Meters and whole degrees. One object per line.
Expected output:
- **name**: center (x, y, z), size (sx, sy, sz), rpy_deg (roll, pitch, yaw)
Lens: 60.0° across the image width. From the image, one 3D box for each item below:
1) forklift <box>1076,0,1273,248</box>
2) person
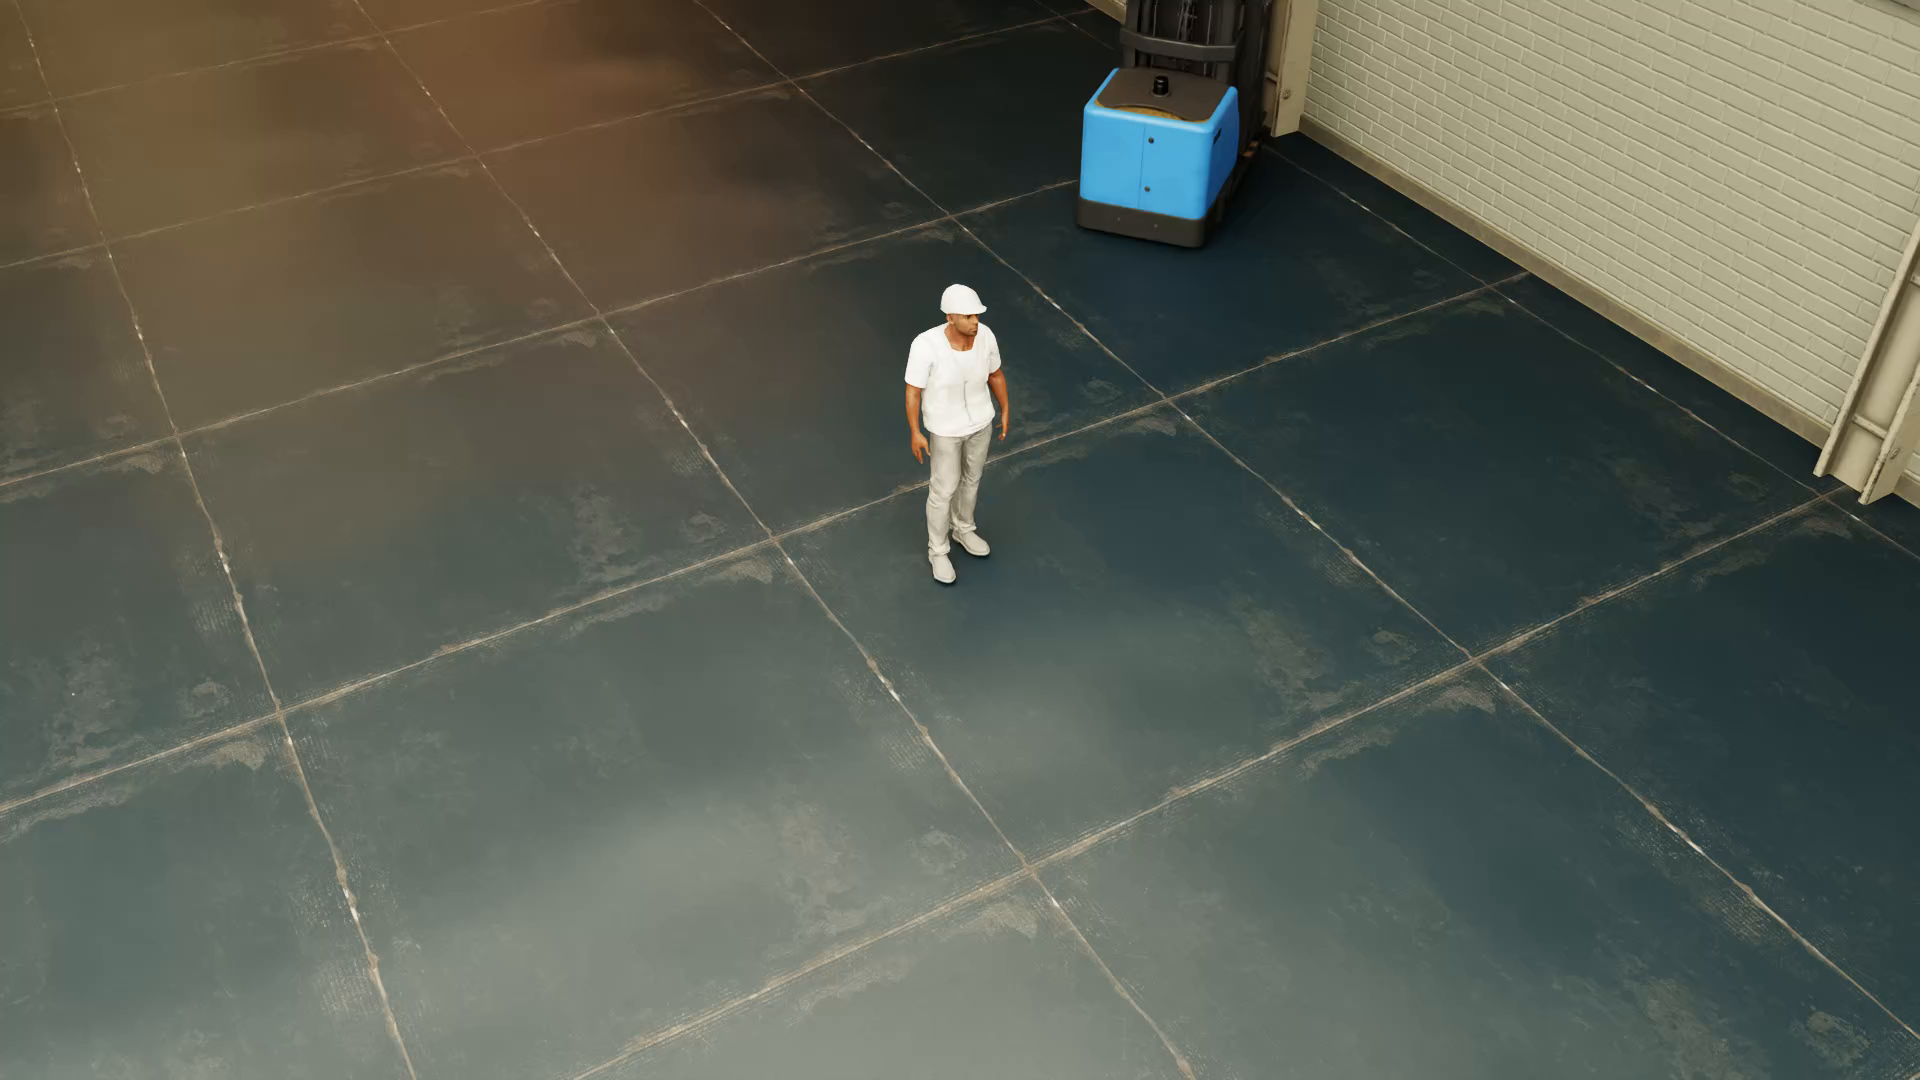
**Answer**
- **forklift**: center (1.943, -4.354, 13.286), size (1.130, 2.935, 3.031), rpy_deg (14, 42, 16)
- **person**: center (0.030, -0.644, 9.715), size (0.665, 1.767, 0.575), rpy_deg (-20, 44, -23)
